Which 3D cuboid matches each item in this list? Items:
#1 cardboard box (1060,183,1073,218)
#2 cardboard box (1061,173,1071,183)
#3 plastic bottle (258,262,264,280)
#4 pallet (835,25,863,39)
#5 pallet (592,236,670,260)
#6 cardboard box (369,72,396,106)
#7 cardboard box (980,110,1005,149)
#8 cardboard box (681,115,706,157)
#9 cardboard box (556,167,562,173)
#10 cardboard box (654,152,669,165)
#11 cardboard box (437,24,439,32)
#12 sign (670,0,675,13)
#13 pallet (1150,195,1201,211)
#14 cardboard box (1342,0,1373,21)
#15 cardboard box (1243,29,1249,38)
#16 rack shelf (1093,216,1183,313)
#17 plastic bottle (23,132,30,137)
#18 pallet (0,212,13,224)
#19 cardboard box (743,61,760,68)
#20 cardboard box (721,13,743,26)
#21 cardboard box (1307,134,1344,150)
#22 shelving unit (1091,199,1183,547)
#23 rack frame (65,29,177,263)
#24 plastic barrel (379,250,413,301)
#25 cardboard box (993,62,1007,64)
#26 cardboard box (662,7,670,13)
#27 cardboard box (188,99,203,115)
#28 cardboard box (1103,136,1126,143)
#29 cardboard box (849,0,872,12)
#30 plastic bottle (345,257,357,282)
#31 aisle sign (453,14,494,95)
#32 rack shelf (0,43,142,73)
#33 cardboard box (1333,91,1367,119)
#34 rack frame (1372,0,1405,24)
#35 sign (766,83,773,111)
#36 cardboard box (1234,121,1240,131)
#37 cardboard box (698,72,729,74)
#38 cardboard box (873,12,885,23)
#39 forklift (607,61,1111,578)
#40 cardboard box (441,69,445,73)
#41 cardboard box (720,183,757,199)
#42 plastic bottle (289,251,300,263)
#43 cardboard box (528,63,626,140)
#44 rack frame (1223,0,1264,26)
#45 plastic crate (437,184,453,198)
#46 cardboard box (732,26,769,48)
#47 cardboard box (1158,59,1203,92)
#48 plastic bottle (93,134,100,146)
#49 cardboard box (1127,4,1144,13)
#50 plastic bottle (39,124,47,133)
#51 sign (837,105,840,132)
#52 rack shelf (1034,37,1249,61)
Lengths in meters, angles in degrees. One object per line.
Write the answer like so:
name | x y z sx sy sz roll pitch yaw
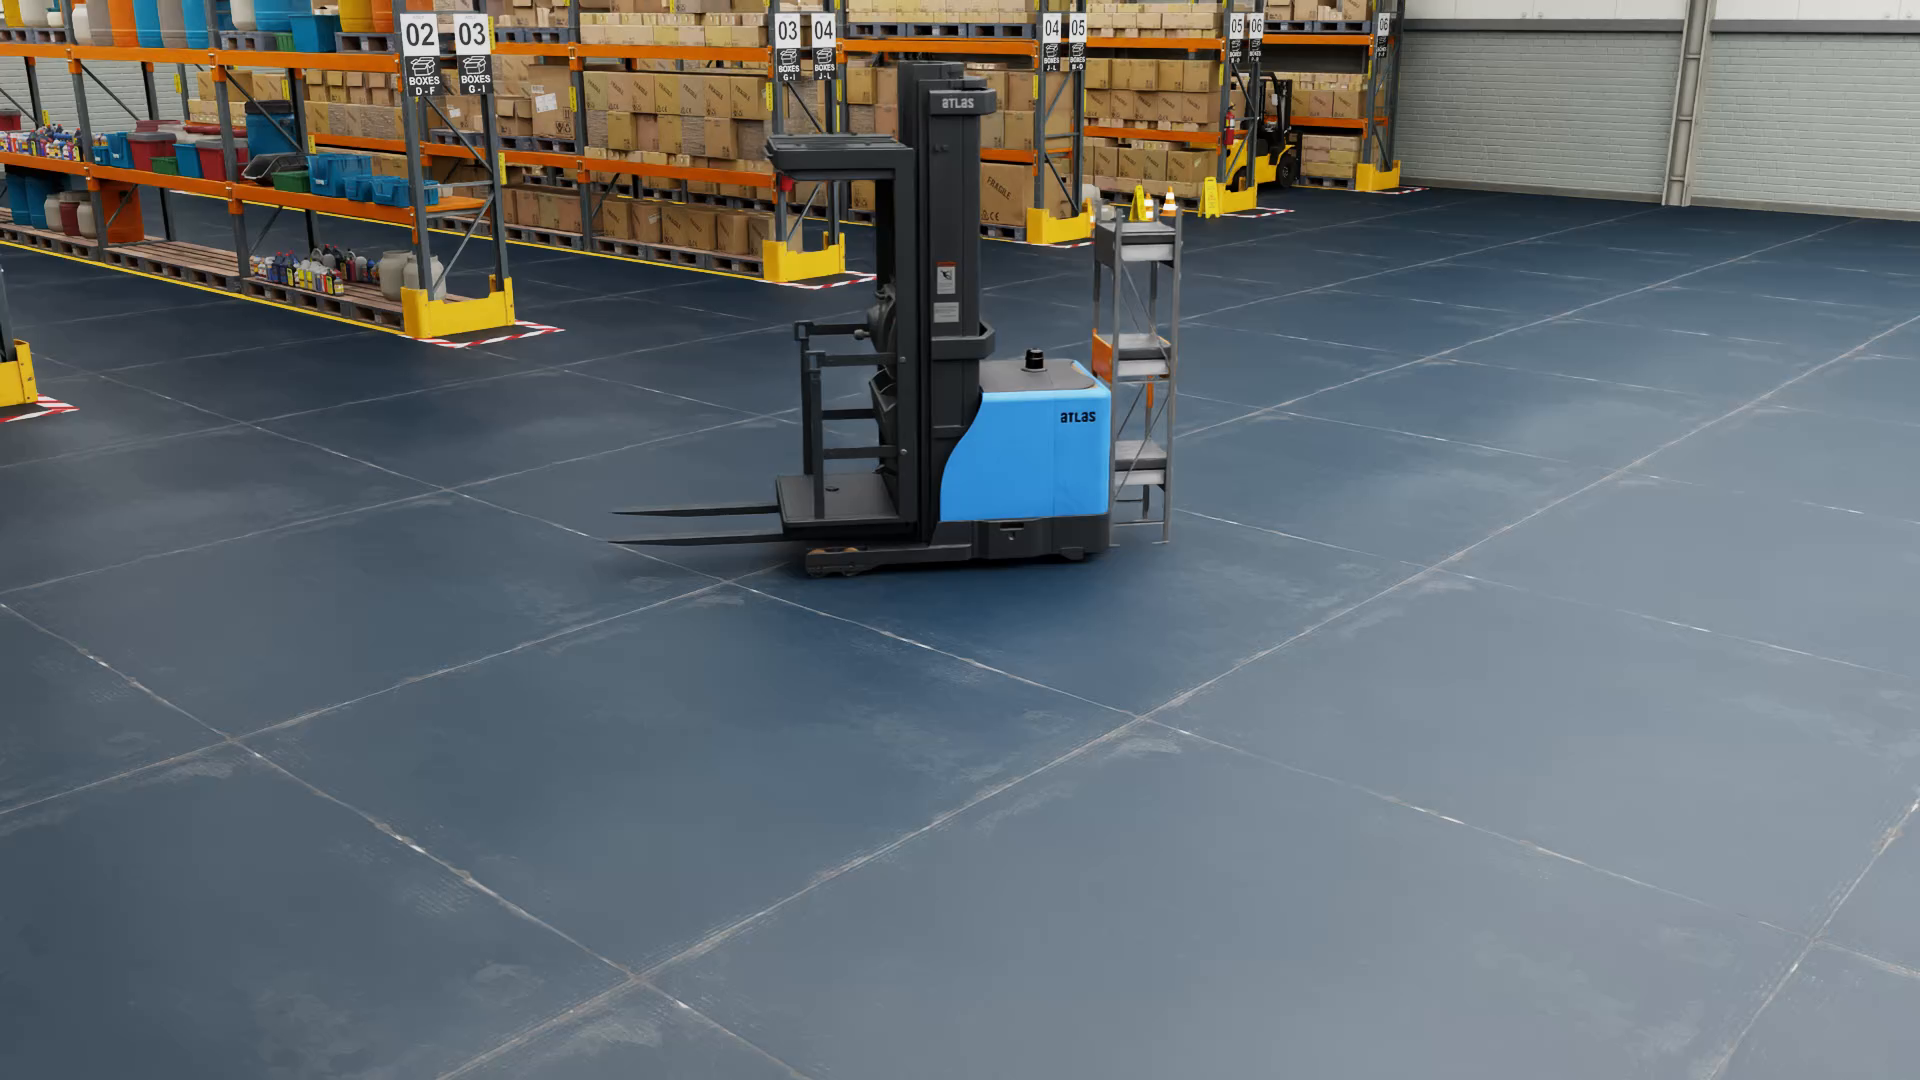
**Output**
cardboard box | 1.663 -5.615 27.472 0.637 0.503 0.797 0 18 2
cardboard box | 1.927 -6.538 30.105 0.500 0.250 0.500 14 22 37
plastic bottle | -8.177 -3.157 19.501 0.097 0.201 0.097 0 18 0
pallet | -2.263 -8.199 26.846 1.217 0.209 0.805 14 22 37
pallet | -4.387 -4.130 23.276 1.213 0.211 1.003 15 23 39
cardboard box | -8.926 -7.197 26.506 0.637 0.503 0.797 16 23 40
cardboard box | 0.714 -6.126 24.707 0.550 0.550 0.875 15 23 39
cardboard box | -3.113 -5.272 21.608 0.500 0.500 0.875 15 23 39
cardboard box | -7.786 -7.334 32.782 0.250 0.149 0.380 16 24 41
cardboard box | -3.821 -5.057 22.002 0.250 0.149 0.380 15 23 39
cardboard box | -7.722 -7.595 24.874 0.500 0.250 0.500 16 23 40
sign | -4.898 -9.045 28.339 0.005 0.325 0.100 15 23 39
pallet | 4.016 -5.882 28.797 1.213 0.211 1.003 15 23 39
cardboard box | 7.456 -9.907 30.887 0.500 0.500 0.500 16 24 41
cardboard box | 4.624 -8.475 27.813 0.250 0.149 0.380 15 23 39
rack shelf | 1.084 -1.696 10.214 0.431 0.518 0.480 -3 18 -9
plastic bottle | -13.297 -5.682 23.761 0.135 0.276 0.152 15 23 39
pallet | -14.759 -4.881 25.643 1.213 0.211 1.003 15 23 39
cardboard box | -4.180 -9.805 34.730 0.500 0.500 0.500 15 23 40
cardboard box | -2.730 -6.425 20.528 0.250 0.149 0.380 14 22 37
cardboard box | 7.012 -7.638 31.918 0.500 0.250 0.500 16 23 40
shelving unit | 1.084 -1.041 10.422 0.431 2.100 0.503 -3 18 -9
rack frame | -11.192 -5.268 22.253 0.127 3.000 1.000 15 23 39
plastic barrel | -6.126 -2.892 18.184 0.421 0.512 0.421 0 18 0
cardboard box | 0.667 -8.896 31.260 0.250 0.149 0.380 17 24 42
cardboard box | -5.132 -9.025 28.967 0.500 0.500 0.500 15 23 39
cardboard box | -13.708 -7.908 30.327 0.500 0.250 0.500 14 23 38
cardboard box | 3.421 -8.430 35.448 0.625 0.625 0.875 14 22 37
cardboard box | -1.365 -8.274 25.662 0.500 0.250 0.500 15 23 40
plastic bottle | -7.093 -3.155 19.357 0.133 0.283 0.061 15 23 39
aisle sign | -4.960 -4.953 16.962 0.004 0.787 0.394 15 23 39
rack shelf | -12.688 -6.757 23.174 4.000 0.370 1.077 15 23 39
cardboard box | 7.407 -8.236 31.438 0.500 0.500 0.500 14 23 38
rack frame | 7.949 -11.008 30.421 0.127 3.000 1.000 15 23 39
sign | -2.304 -5.364 20.117 0.005 0.325 0.100 15 23 39
cardboard box | 4.540 -7.020 28.188 0.250 0.149 0.380 15 23 39
cardboard box | -3.274 -5.922 22.002 0.500 0.500 0.500 15 23 39
cardboard box | -1.118 -7.993 25.437 0.250 0.149 0.380 15 23 39
forklift | -0.644 -1.344 10.003 3.031 2.935 1.130 -3 18 -8
cardboard box | -10.361 -9.613 33.633 0.500 0.500 0.500 15 23 39
cardboard box | -3.485 -6.301 28.533 0.750 0.750 1.050 15 23 40
plastic bottle | -7.776 -3.189 19.353 0.185 0.351 0.144 15 23 39
cardboard box | -5.414 -6.263 23.702 1.000 1.000 1.000 15 23 40
rack frame | 4.657 -9.884 26.880 0.127 3.000 1.000 15 23 39
plastic crate | -5.664 -3.789 18.027 0.250 0.136 0.298 15 23 39
cardboard box | -2.450 -6.180 20.416 0.500 0.250 0.500 16 23 40
cardboard box | 3.757 -7.847 28.069 0.500 0.500 0.700 15 23 40
plastic bottle | -12.233 -5.628 23.600 0.097 0.271 0.097 0 18 0
cardboard box | 3.039 -9.016 28.201 0.250 0.149 0.380 16 23 41
plastic bottle | -13.375 -5.905 24.340 0.185 0.351 0.144 15 23 39
sign | -1.561 -5.318 20.979 0.005 0.325 0.100 15 23 39
rack shelf | 3.161 -8.513 28.708 4.000 0.370 1.077 15 23 39
